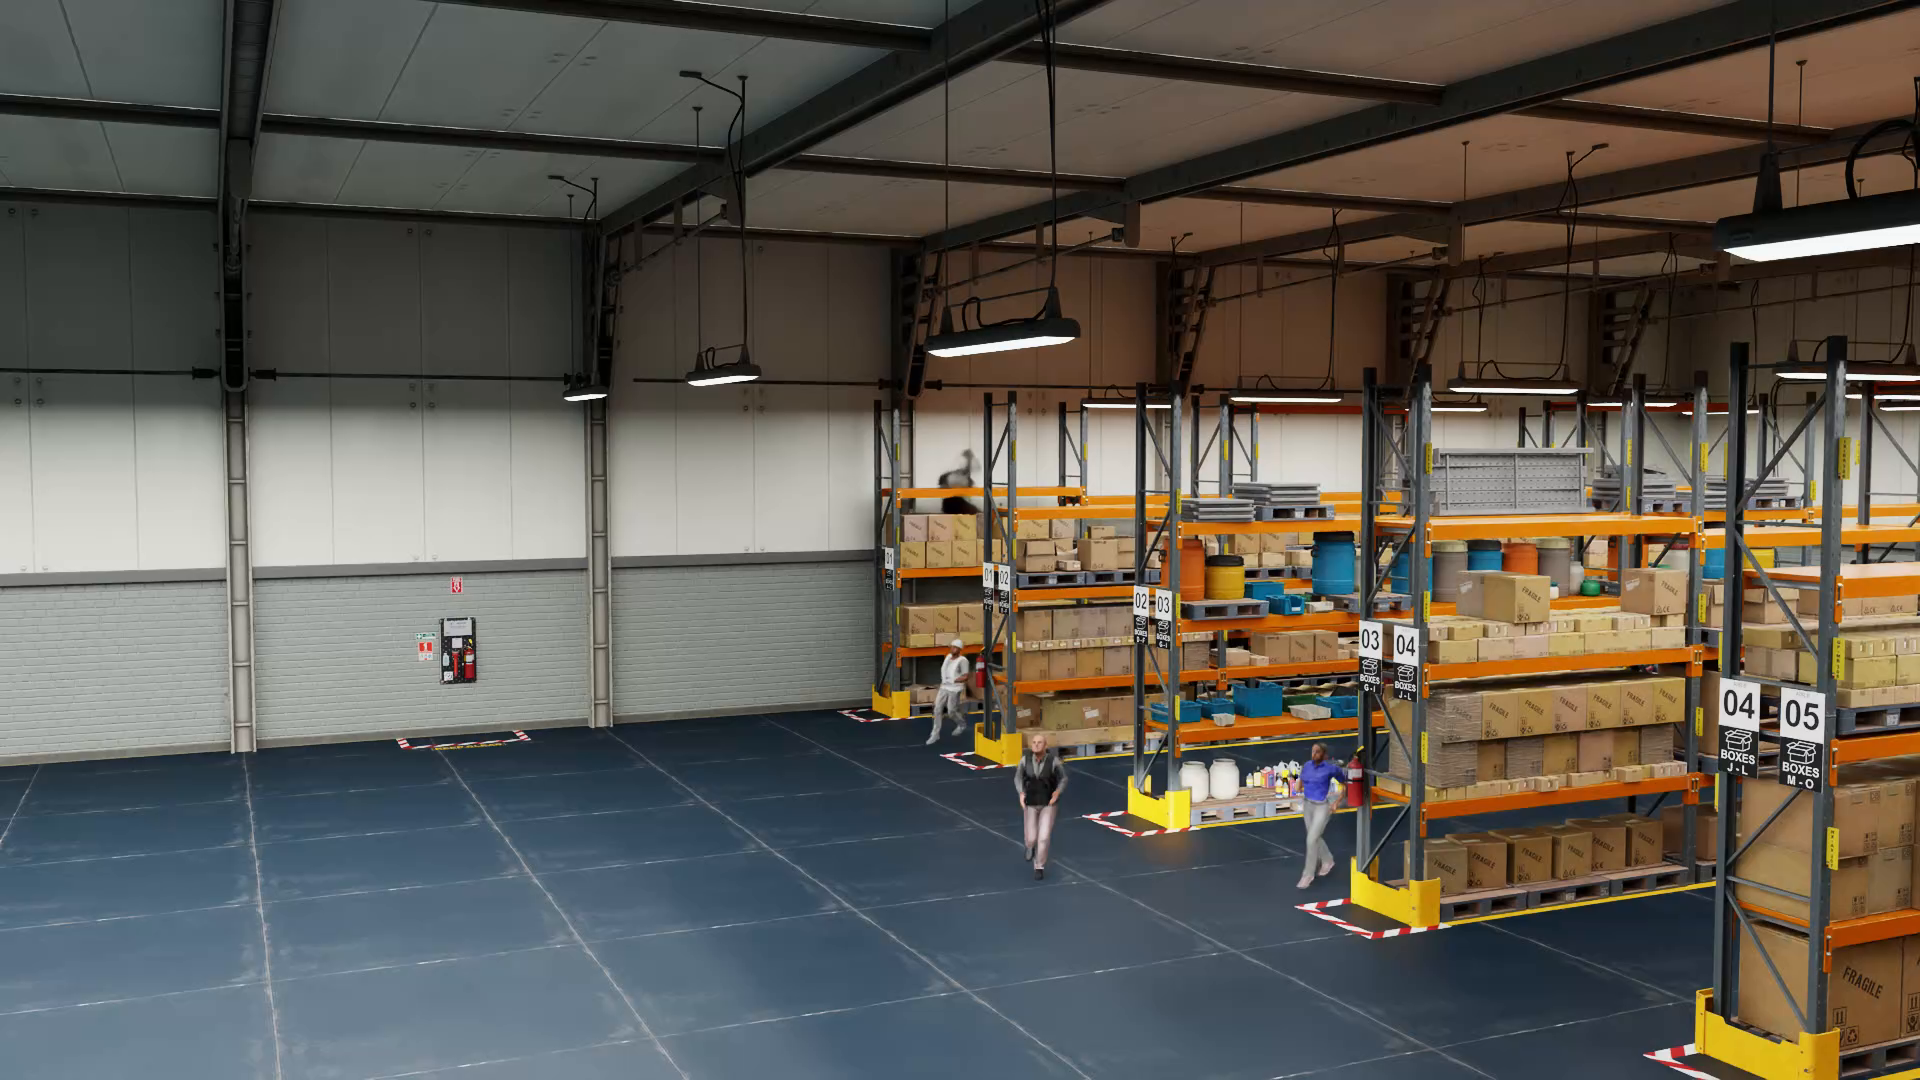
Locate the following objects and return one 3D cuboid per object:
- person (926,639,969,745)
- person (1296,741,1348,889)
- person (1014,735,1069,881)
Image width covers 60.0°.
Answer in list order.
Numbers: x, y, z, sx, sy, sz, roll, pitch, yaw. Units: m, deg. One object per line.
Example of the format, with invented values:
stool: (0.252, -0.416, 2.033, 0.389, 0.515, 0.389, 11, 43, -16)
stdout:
person: (-0.145, 2.584, 28.457, 0.909, 1.779, 0.721, -3, 5, -45)
person: (4.205, 3.208, 19.548, 0.782, 1.699, 0.584, -2, 4, -36)
person: (0.976, 3.170, 19.920, 0.662, 1.702, 0.645, 1, 3, 9)
